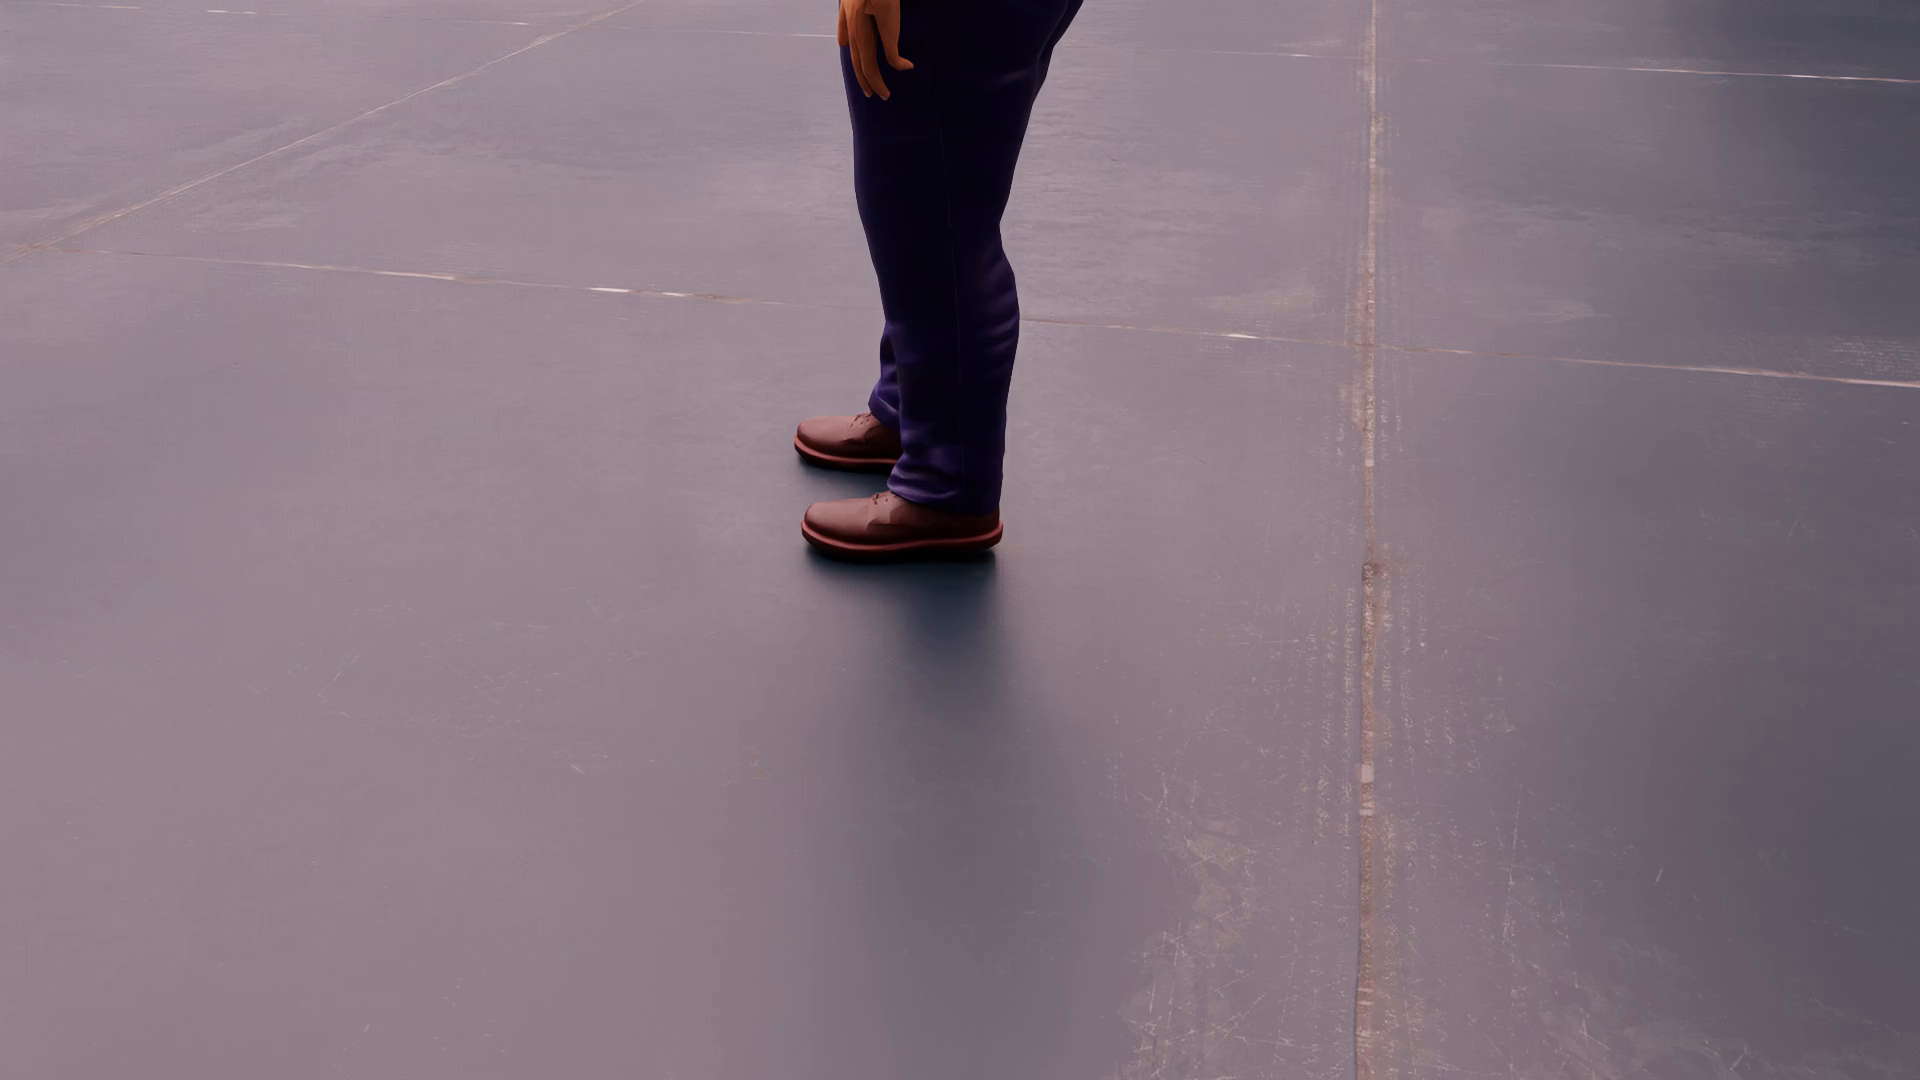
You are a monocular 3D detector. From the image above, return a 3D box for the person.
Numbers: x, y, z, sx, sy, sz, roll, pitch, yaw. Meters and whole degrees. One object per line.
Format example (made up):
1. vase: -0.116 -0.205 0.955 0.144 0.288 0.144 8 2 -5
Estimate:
1. person: -0.083 -0.761 2.164 0.502 1.651 0.598 6 27 11
